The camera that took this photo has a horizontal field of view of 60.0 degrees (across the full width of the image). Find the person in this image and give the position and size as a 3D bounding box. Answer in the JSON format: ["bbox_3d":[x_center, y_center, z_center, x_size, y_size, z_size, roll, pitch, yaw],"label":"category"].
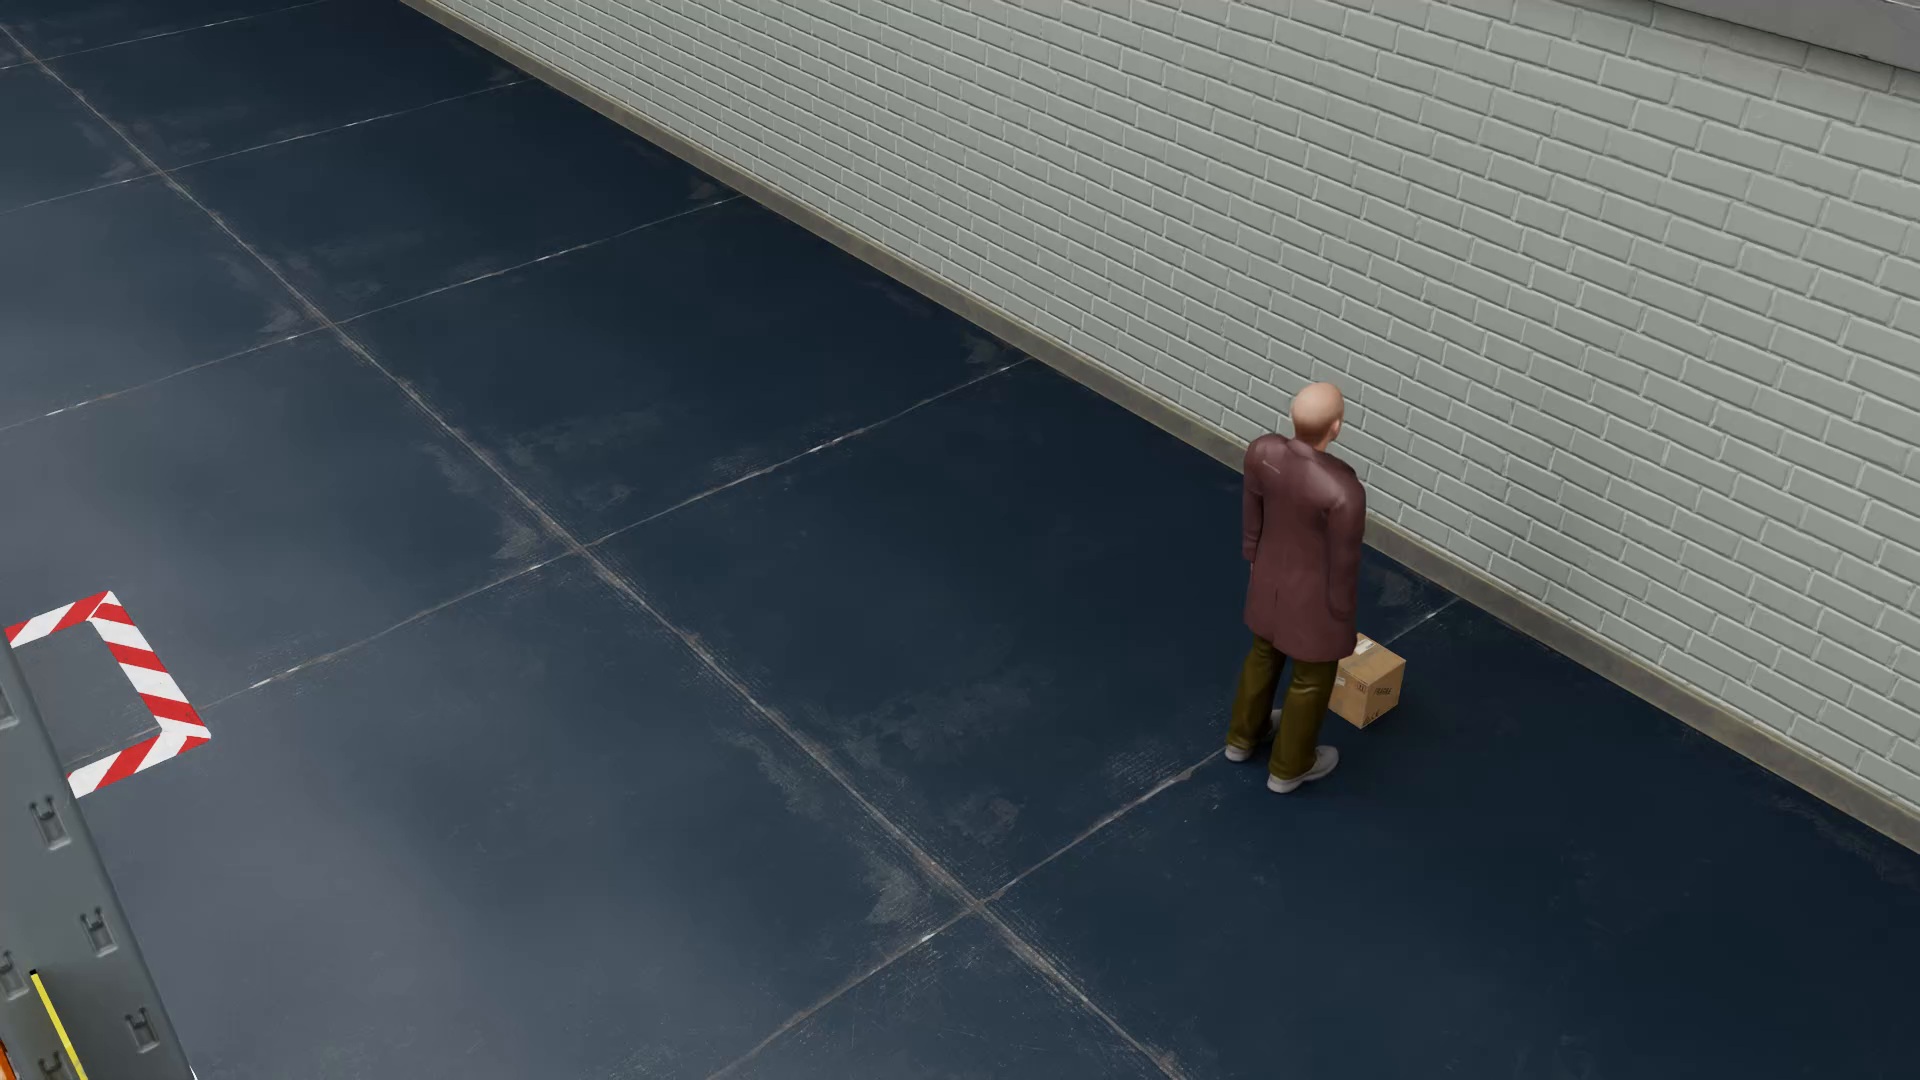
[{"bbox_3d":[1.310,0.168,6.428,0.377,1.779,0.561,-25,42,-31],"label":"person"}]
